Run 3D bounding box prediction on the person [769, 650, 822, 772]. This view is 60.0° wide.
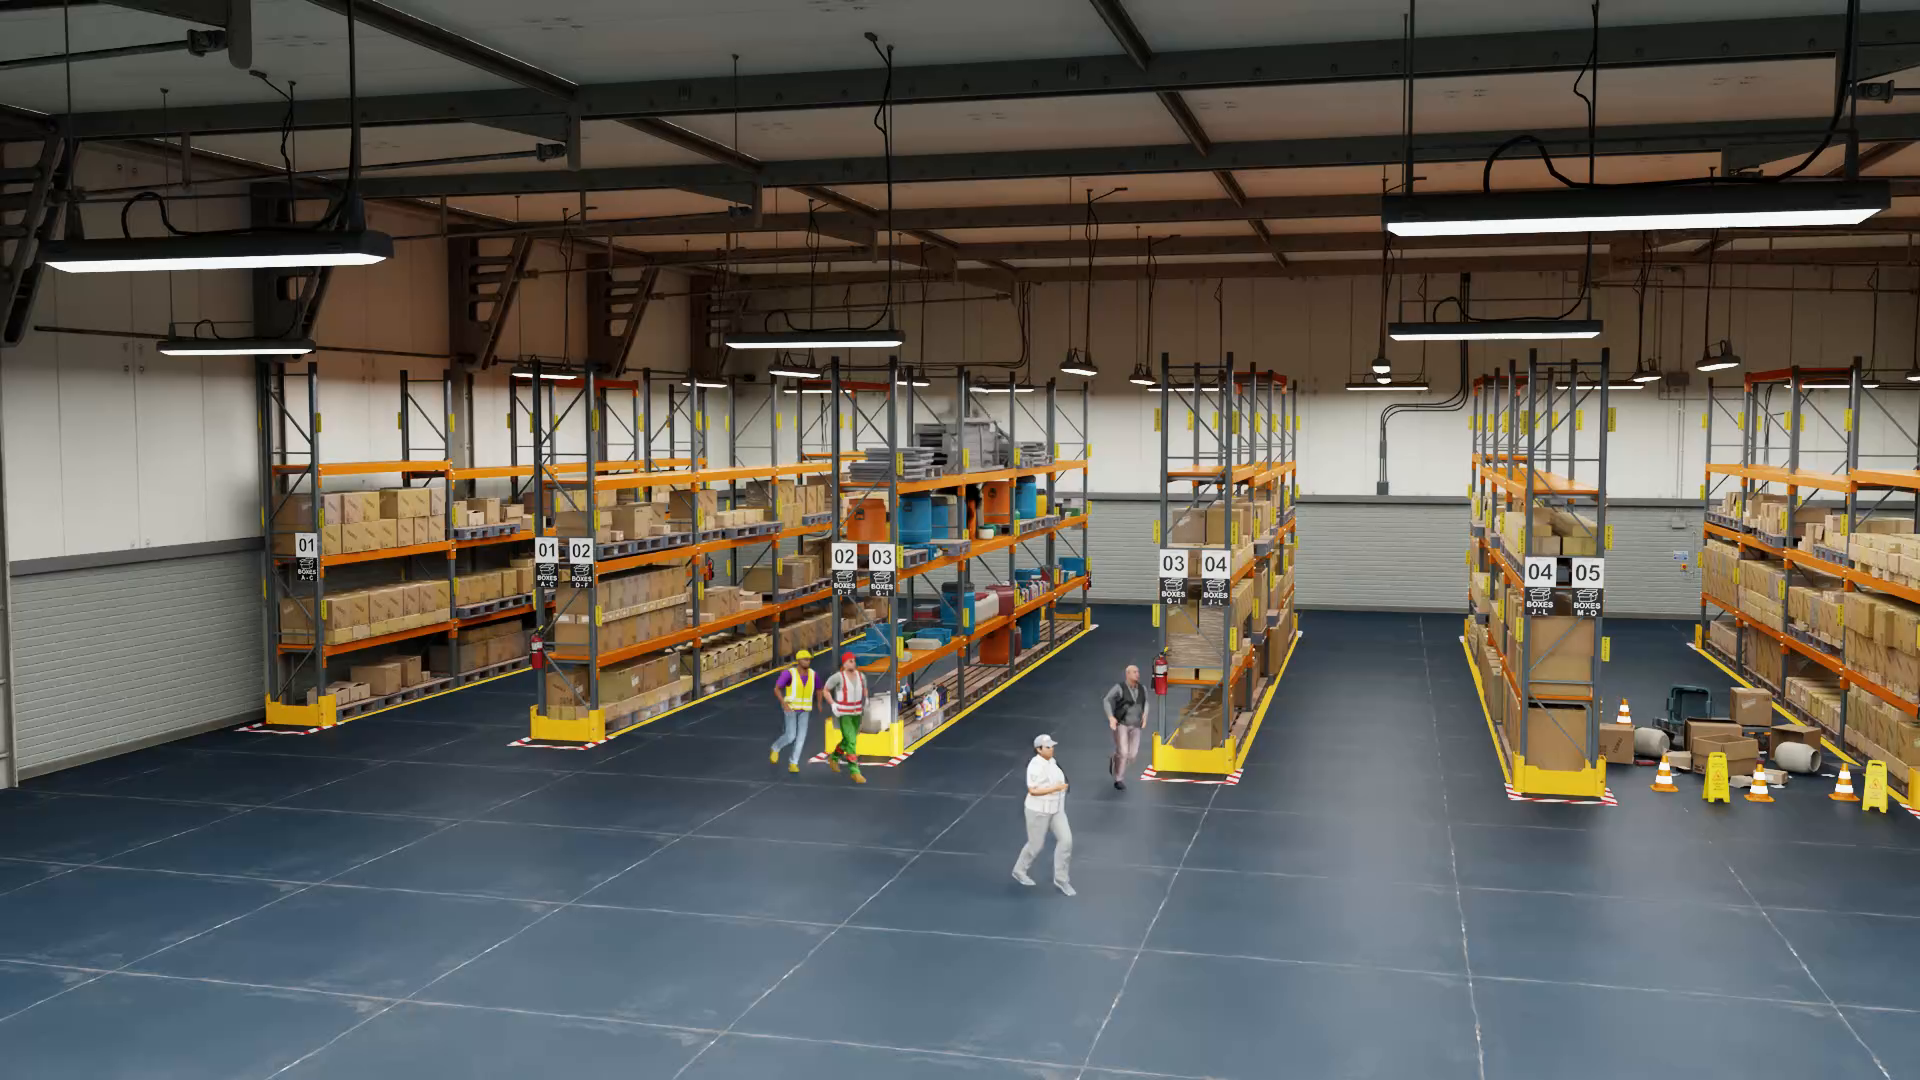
[{"bbox_3d":[-2.325,2.448,24.101,0.748,1.720,0.713,-2,5,-30],"label":"person"}]

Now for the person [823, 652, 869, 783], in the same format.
[{"bbox_3d":[-1.554,2.443,23.290,0.648,1.779,0.899,-4,5,-42],"label":"person"}]

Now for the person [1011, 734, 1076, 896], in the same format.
[{"bbox_3d":[0.890,2.924,17.722,0.726,1.721,0.590,3,5,39],"label":"person"}]

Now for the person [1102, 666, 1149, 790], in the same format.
[{"bbox_3d":[2.302,2.560,22.938,0.700,1.668,0.695,-1,4,-20],"label":"person"}]
